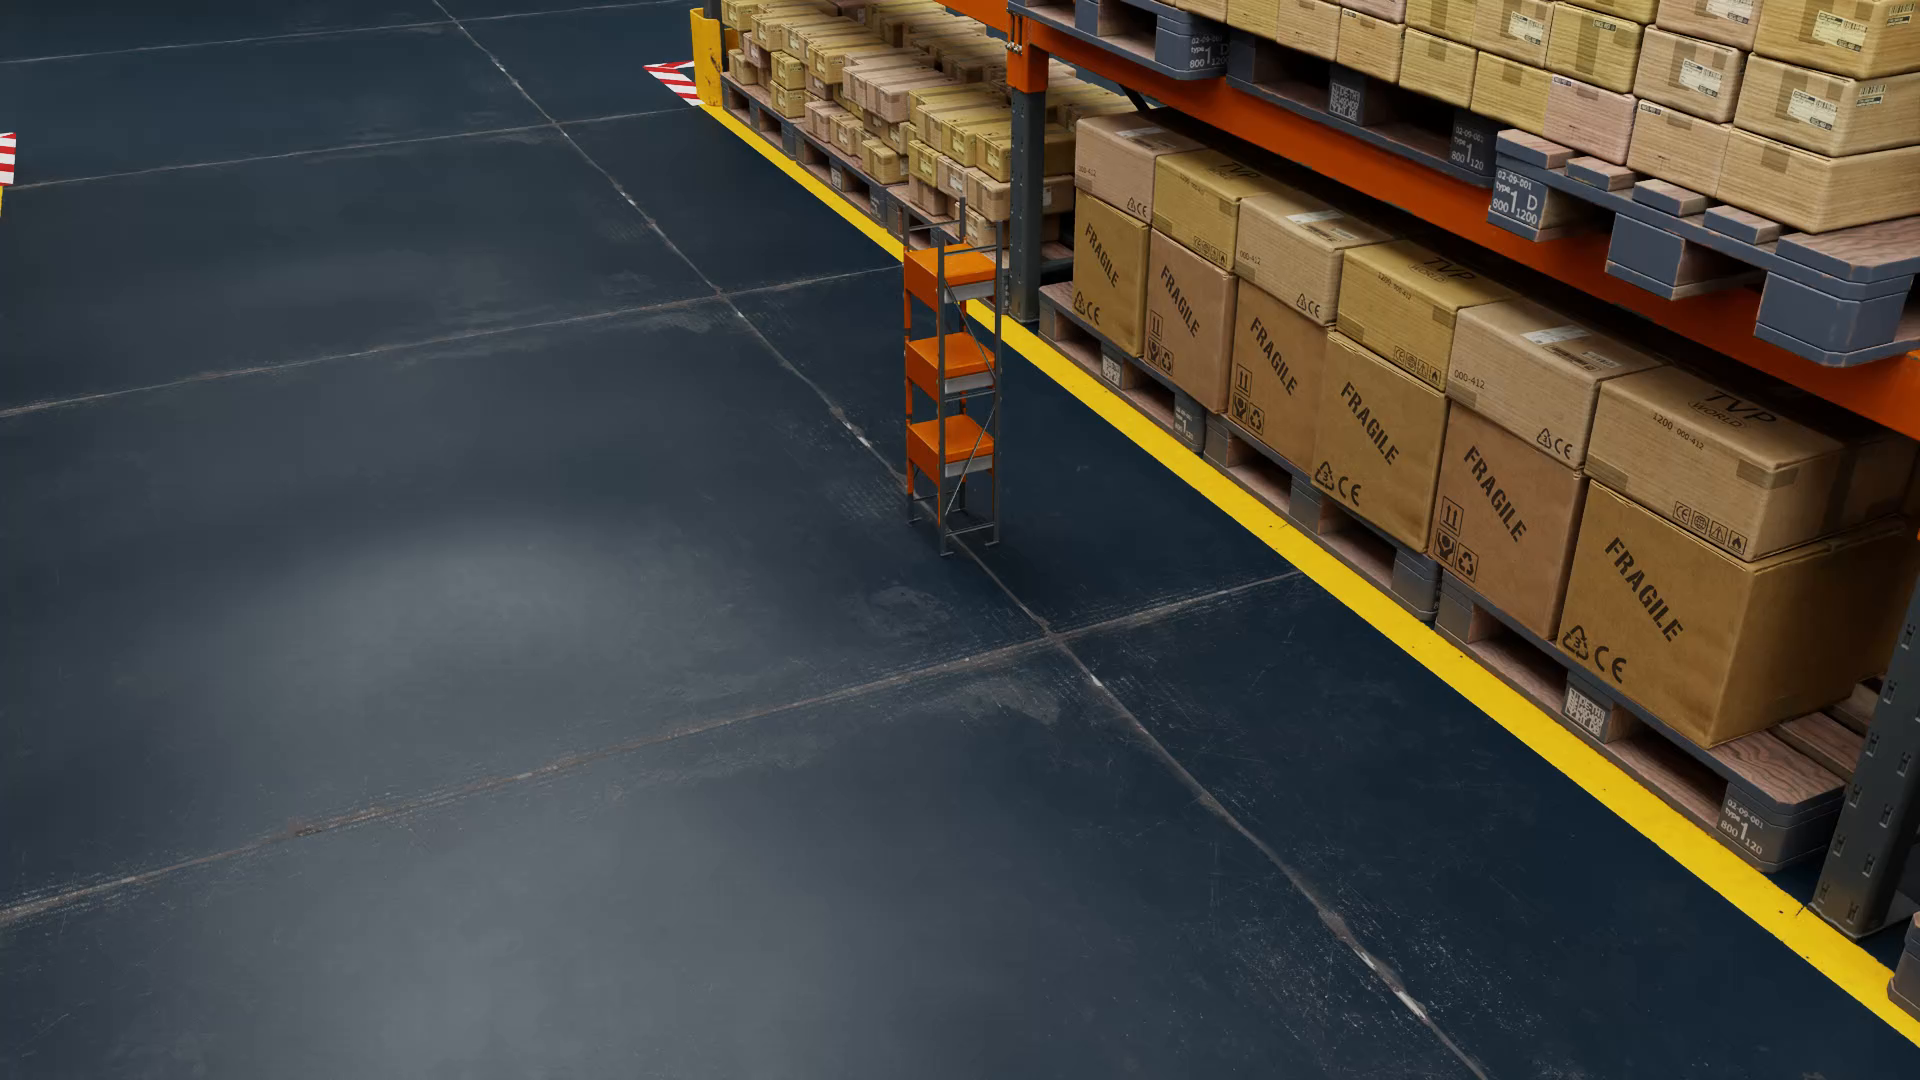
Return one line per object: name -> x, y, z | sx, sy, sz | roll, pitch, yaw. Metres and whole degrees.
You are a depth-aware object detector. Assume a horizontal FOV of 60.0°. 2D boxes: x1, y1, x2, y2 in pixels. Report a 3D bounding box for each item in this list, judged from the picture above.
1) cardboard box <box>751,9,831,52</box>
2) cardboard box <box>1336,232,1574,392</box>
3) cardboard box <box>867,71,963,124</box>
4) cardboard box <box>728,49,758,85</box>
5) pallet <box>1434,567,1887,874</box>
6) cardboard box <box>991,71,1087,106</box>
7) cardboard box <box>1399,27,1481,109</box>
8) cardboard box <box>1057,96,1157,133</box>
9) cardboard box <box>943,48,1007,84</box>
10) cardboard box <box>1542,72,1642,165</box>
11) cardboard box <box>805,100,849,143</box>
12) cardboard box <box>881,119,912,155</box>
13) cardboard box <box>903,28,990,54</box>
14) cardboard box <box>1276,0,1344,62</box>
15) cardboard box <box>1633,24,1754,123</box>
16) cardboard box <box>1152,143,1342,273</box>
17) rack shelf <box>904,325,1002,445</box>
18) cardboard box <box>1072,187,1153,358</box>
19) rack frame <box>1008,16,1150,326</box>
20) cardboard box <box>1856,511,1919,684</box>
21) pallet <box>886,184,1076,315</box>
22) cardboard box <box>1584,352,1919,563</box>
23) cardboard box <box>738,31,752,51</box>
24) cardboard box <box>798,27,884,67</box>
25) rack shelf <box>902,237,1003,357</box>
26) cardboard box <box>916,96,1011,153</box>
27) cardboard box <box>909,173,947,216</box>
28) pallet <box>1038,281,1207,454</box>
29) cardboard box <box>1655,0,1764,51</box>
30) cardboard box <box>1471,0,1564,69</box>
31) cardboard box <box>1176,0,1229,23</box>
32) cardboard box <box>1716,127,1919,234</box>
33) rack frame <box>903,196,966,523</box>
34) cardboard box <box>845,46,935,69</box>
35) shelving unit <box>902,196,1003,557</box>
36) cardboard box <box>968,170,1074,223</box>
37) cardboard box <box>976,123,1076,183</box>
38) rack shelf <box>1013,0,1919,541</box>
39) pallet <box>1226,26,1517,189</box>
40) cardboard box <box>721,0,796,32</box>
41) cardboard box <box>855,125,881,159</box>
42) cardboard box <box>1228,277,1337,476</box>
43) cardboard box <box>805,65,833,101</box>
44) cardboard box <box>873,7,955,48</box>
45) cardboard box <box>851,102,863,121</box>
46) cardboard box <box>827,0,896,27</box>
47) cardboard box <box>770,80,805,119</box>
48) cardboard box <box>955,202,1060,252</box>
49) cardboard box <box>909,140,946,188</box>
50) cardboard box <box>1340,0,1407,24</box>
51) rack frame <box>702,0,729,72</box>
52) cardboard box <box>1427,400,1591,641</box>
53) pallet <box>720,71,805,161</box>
cardboard box -> -0.903, -2.747, 8.958 | 0.380, 0.149, 0.250 | -13, 32, -22
cardboard box -> 1.433, -0.667, 4.732 | 0.500, 0.250, 0.500 | -12, 32, -21
cardboard box -> -0.211, -2.064, 7.741 | 0.380, 0.149, 0.250 | -15, 32, -24
cardboard box -> -1.105, -2.726, 9.530 | 0.380, 0.149, 0.250 | -12, 32, -21
pallet -> 2.059, 0.320, 4.464 | 1.003, 0.211, 1.213 | -13, 32, -22
cardboard box -> 0.365, -2.059, 7.732 | 0.380, 0.149, 0.250 | -14, 32, -23
cardboard box -> 1.330, -1.199, 4.149 | 0.380, 0.149, 0.250 | -15, 32, -24
cardboard box -> 0.651, -1.847, 7.354 | 0.380, 0.149, 0.250 | -11, 31, -20
cardboard box -> 0.138, -2.291, 8.147 | 0.380, 0.149, 0.250 | -14, 32, -24
cardboard box -> 1.551, -0.970, 3.740 | 0.380, 0.149, 0.250 | -13, 32, -21
cardboard box -> -0.571, -2.162, 8.525 | 0.380, 0.149, 0.250 | -15, 32, -24
cardboard box -> -0.150, -1.931, 7.808 | 0.380, 0.149, 0.250 | -12, 32, -21
cardboard box -> -0.070, -2.518, 8.551 | 0.380, 0.149, 0.250 | -14, 32, -24
cardboard box -> 1.101, -1.433, 4.567 | 0.380, 0.149, 0.250 | -15, 32, -24
cardboard box -> 1.654, -0.995, 3.480 | 0.380, 0.149, 0.250 | -12, 31, -20
cardboard box -> 0.986, -1.121, 5.542 | 0.500, 0.250, 0.500 | -12, 32, -21
rack shelf -> -0.023, -0.472, 5.041 | 0.215, 0.259, 0.240 | -13, 32, -22
cardboard box -> 0.754, -1.029, 6.144 | 0.500, 0.500, 0.500 | -12, 31, -20
rack frame -> 0.676, -2.318, 6.317 | 1.000, 3.000, 0.127 | -13, 32, -22
cardboard box -> 2.320, -0.010, 4.327 | 0.500, 0.500, 0.500 | -15, 32, -24
pallet -> 0.356, -1.391, 7.515 | 1.003, 0.211, 1.213 | -13, 32, -22
cardboard box -> 1.863, -0.218, 3.932 | 0.500, 0.250, 0.500 | -14, 32, -23
cardboard box -> -1.048, -2.869, 9.481 | 0.380, 0.149, 0.250 | -12, 31, -20
cardboard box -> -0.611, -2.530, 8.572 | 0.380, 0.149, 0.250 | -12, 31, -20
rack shelf -> -0.023, -0.720, 4.902 | 0.215, 0.259, 0.240 | -13, 32, -22
cardboard box -> 0.030, -1.833, 7.329 | 0.380, 0.149, 0.250 | -13, 32, -22
cardboard box -> -0.007, -1.595, 7.513 | 0.380, 0.149, 0.250 | -14, 32, -24
pallet -> 1.012, -0.758, 6.386 | 1.003, 0.211, 1.213 | -13, 32, -22
cardboard box -> 1.663, -1.116, 3.392 | 0.380, 0.149, 0.250 | -13, 32, -23
cardboard box -> 1.432, -1.221, 3.884 | 0.380, 0.149, 0.250 | -13, 32, -22
cardboard box -> 0.875, -1.665, 4.980 | 0.380, 0.149, 0.250 | -15, 32, -24
cardboard box -> 1.767, -0.746, 3.341 | 0.380, 0.149, 0.250 | -13, 32, -21
rack frame -> -0.075, -0.535, 5.131 | 0.200, 1.050, 0.008 | -13, 32, -22
cardboard box -> -0.346, -2.313, 8.185 | 0.380, 0.149, 0.250 | -13, 32, -22
shelving unit -> -0.023, -0.482, 5.035 | 0.215, 1.050, 0.252 | -13, 32, -22
cardboard box -> 0.254, -1.460, 6.968 | 0.380, 0.149, 0.250 | -12, 32, -21
cardboard box -> 0.289, -1.620, 6.949 | 0.380, 0.149, 0.250 | -12, 31, -21
rack shelf -> 1.535, -1.121, 4.917 | 1.077, 0.370, 4.000 | -13, 32, -22
pallet -> 1.507, -1.333, 4.757 | 1.003, 0.211, 1.213 | -13, 32, -22
cardboard box -> -1.123, -2.981, 9.377 | 0.380, 0.149, 0.250 | -15, 32, -24
cardboard box -> -0.295, -1.946, 8.139 | 0.380, 0.149, 0.250 | -12, 32, -21
cardboard box -> 1.220, -0.567, 5.320 | 0.500, 0.500, 0.500 | -13, 32, -21
cardboard box -> -0.584, -2.413, 8.668 | 0.380, 0.149, 0.250 | -15, 32, -24
cardboard box -> -0.249, -2.765, 8.991 | 0.380, 0.149, 0.250 | -14, 32, -24
cardboard box -> -0.323, -2.181, 8.253 | 0.380, 0.149, 0.250 | -12, 31, -20
cardboard box -> -0.529, -2.980, 9.375 | 0.380, 0.149, 0.250 | -12, 32, -21
cardboard box -> -0.795, -2.383, 8.919 | 0.380, 0.149, 0.250 | -13, 32, -21
cardboard box -> 0.200, -1.359, 7.093 | 0.380, 0.149, 0.250 | -13, 32, -21
cardboard box -> -0.004, -1.691, 7.381 | 0.380, 0.149, 0.250 | -14, 32, -24
cardboard box -> 1.215, -1.446, 4.286 | 0.380, 0.149, 0.250 | -12, 32, -21
rack frame -> -1.041, -4.085, 9.468 | 1.000, 3.000, 0.127 | -13, 32, -22
cardboard box -> 1.655, -0.110, 4.505 | 0.500, 0.500, 0.500 | -12, 31, -20
pallet -> -0.691, -2.469, 9.437 | 1.003, 0.211, 1.213 | -13, 32, -22
